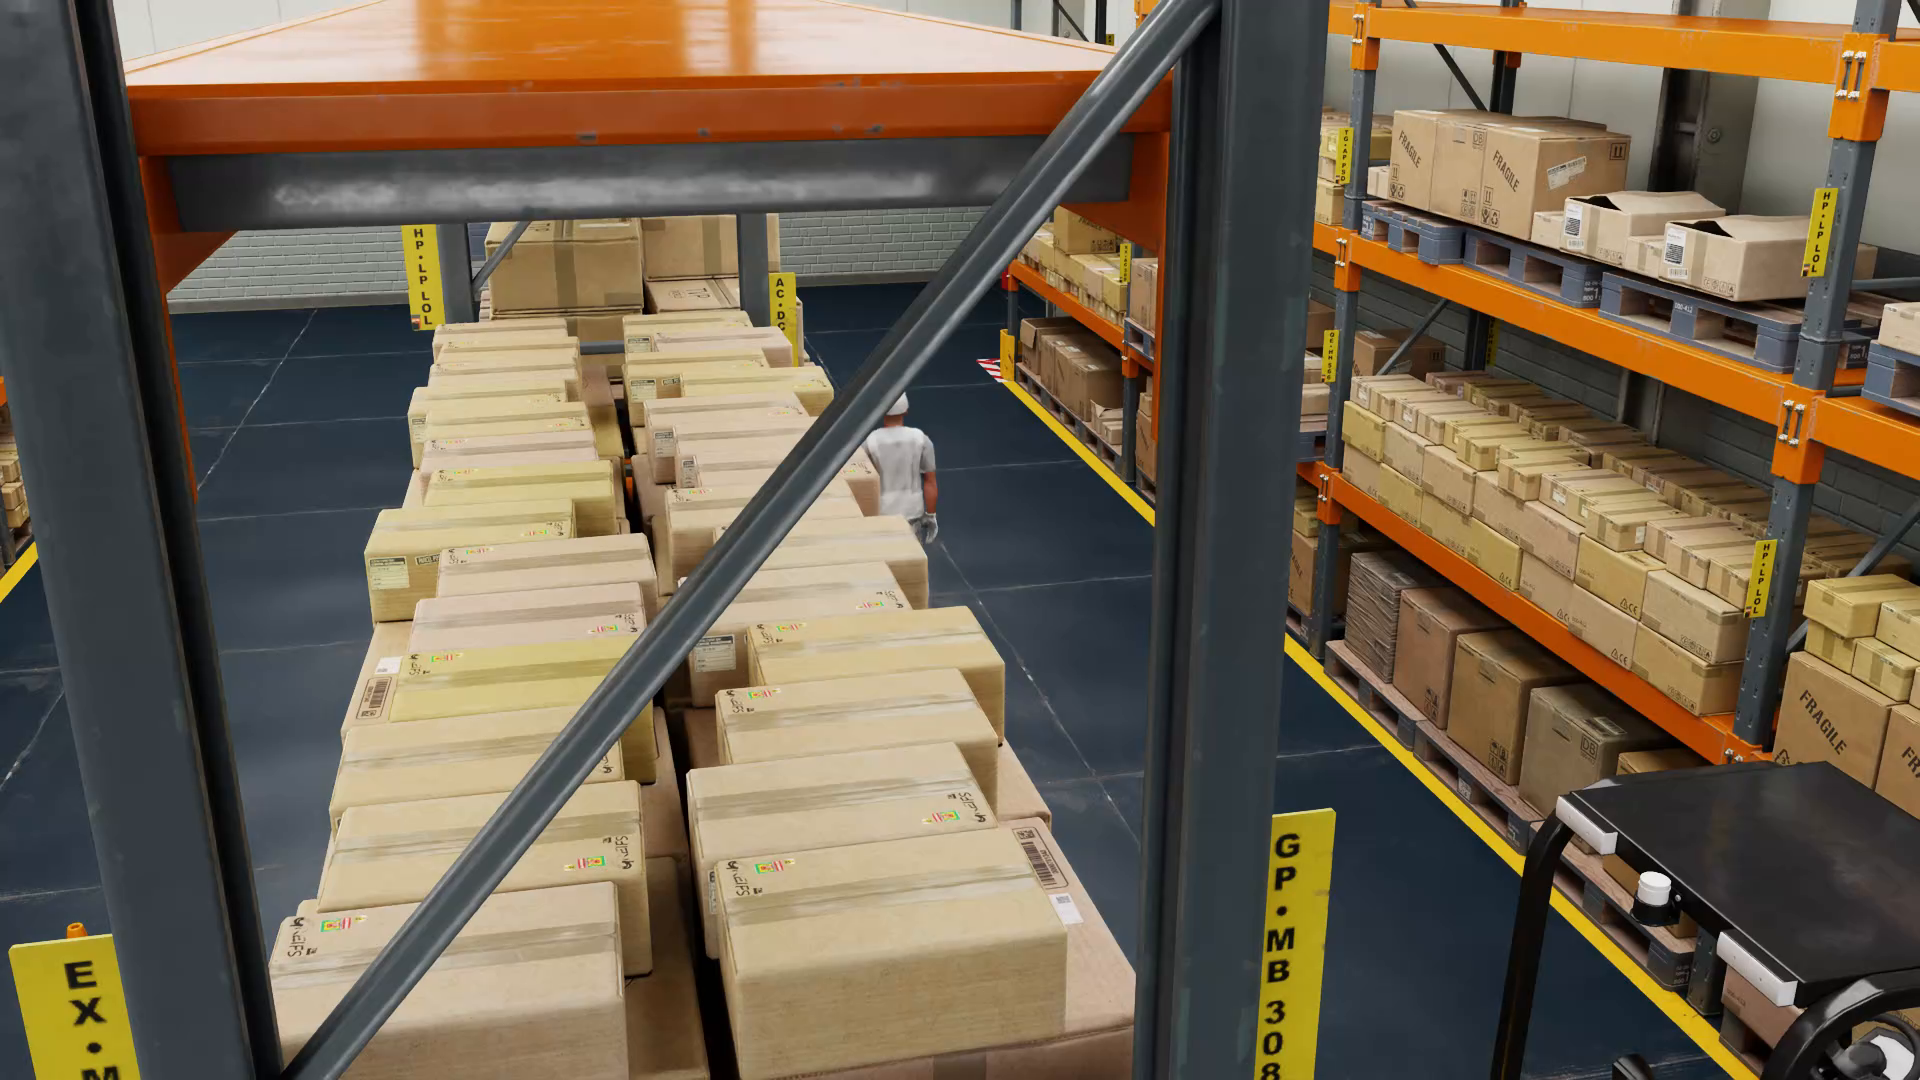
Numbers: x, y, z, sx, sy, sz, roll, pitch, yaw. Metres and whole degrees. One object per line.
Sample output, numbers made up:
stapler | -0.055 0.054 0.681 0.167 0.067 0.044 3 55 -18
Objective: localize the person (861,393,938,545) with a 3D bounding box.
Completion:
person | -0.464 -0.211 11.069 0.542 1.725 1.042 -6 20 -16
